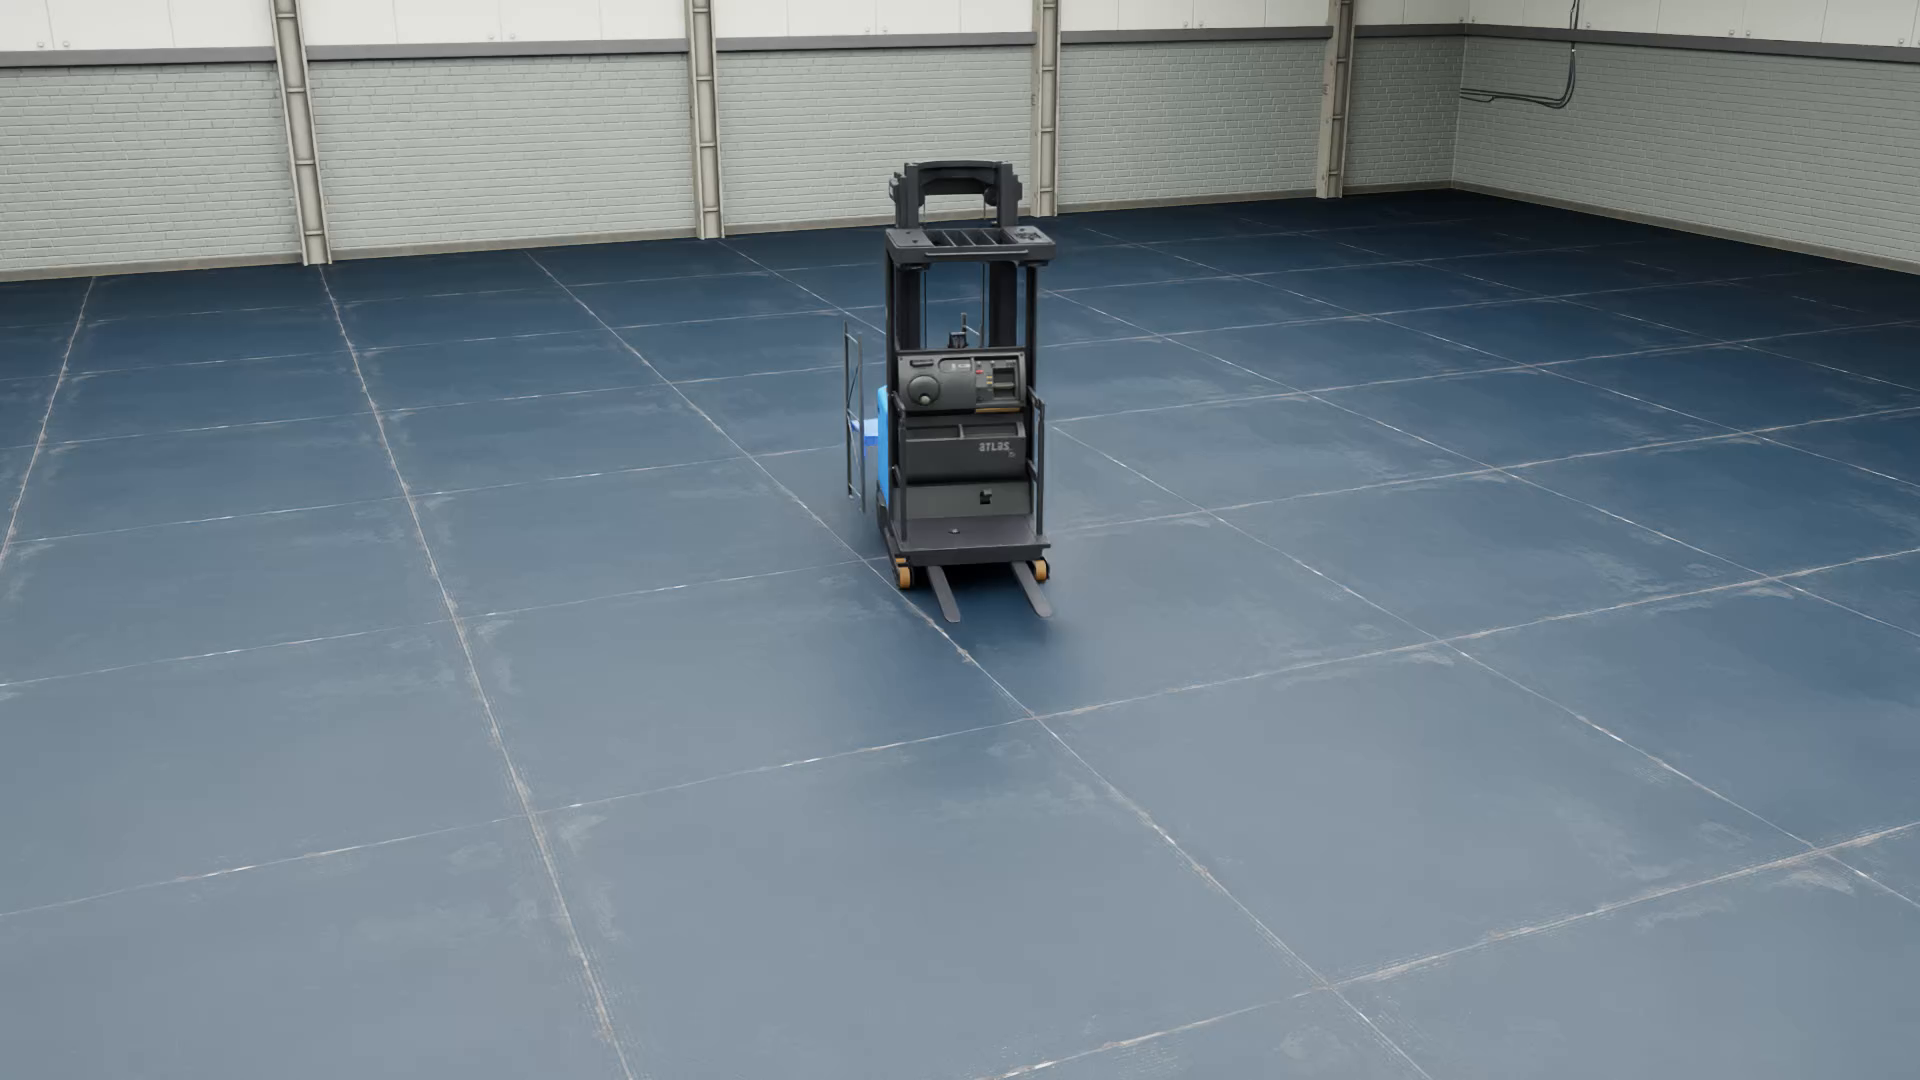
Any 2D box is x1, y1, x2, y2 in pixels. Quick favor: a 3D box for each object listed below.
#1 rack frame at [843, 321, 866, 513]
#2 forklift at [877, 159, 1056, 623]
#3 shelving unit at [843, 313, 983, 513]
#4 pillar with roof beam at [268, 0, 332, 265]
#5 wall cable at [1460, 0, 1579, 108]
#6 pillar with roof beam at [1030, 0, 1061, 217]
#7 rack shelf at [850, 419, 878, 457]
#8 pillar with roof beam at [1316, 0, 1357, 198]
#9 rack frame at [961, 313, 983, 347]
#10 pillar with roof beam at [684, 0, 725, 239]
[{"bbox_3d":[-0.865,-1.007,13.624,0.032,1.500,0.500,-6,20,-17],"label":"rack frame"},{"bbox_3d":[0.048,-1.150,11.875,1.130,2.935,3.031,-3,20,-8],"label":"forklift"},{"bbox_3d":[-0.381,-1.059,13.772,1.048,1.500,0.538,-6,20,-17],"label":"shelving unit"},{"bbox_3d":[-7.850,-7.054,19.507,0.400,9.000,9.100,-8,21,-22],"label":"pillar with roof beam"},{"bbox_3d":[10.201,-9.255,30.432,0.112,2.526,3.097,-8,21,-22],"label":"wall cable"},{"bbox_3d":[3.169,-8.633,23.990,0.400,9.000,9.100,-8,21,-22],"label":"pillar with roof beam"},{"bbox_3d":[-0.381,-0.890,13.832,1.000,0.185,0.538,-6,20,-17],"label":"rack shelf"},{"bbox_3d":[8.678,-9.422,26.232,0.400,9.000,9.100,-8,21,-22],"label":"pillar with roof beam"},{"bbox_3d":[0.103,-1.111,13.920,0.032,1.500,0.500,-6,20,-17],"label":"rack frame"},{"bbox_3d":[-2.341,-7.843,21.749,0.400,9.000,9.100,-8,21,-22],"label":"pillar with roof beam"}]
